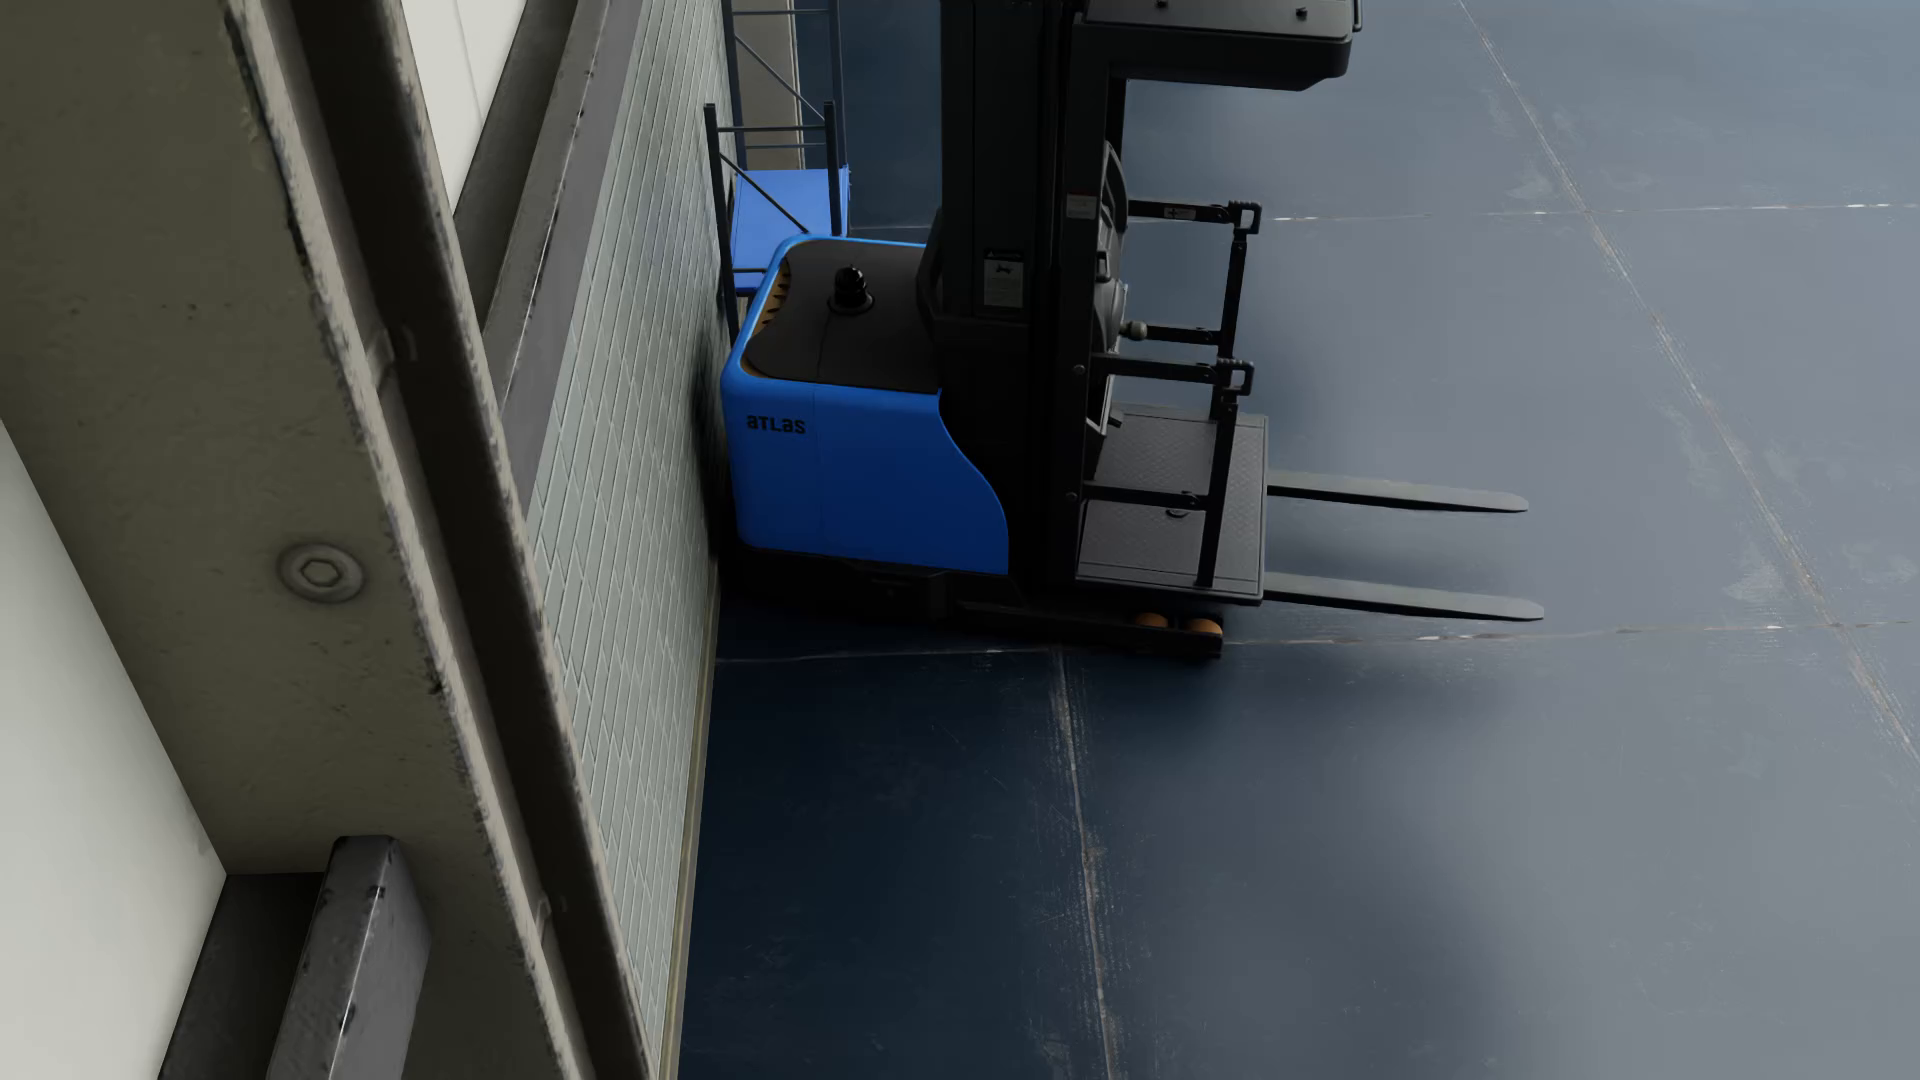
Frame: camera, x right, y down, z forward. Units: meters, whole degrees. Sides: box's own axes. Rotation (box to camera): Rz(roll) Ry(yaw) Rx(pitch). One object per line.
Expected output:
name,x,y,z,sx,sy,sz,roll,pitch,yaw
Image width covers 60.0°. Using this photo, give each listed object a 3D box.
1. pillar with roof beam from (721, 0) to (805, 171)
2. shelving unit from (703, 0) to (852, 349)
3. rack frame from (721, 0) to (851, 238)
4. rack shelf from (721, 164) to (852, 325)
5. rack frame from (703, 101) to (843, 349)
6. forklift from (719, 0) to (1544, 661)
pillar with roof beam,3.368,-5.019,5.566,9.100,9.000,0.400,-2,43,-2
shelving unit,-0.750,-1.455,7.227,0.538,1.500,1.048,-2,43,-2
rack frame,-0.772,-1.798,7.602,0.500,1.500,0.032,-2,43,-2
rack shelf,-0.750,-1.322,7.349,0.538,0.185,1.000,-2,43,-2
rack frame,-0.728,-1.112,6.853,0.500,1.500,0.032,-2,43,-2
forklift,0.704,-1.012,5.685,3.031,2.935,1.130,6,43,7
